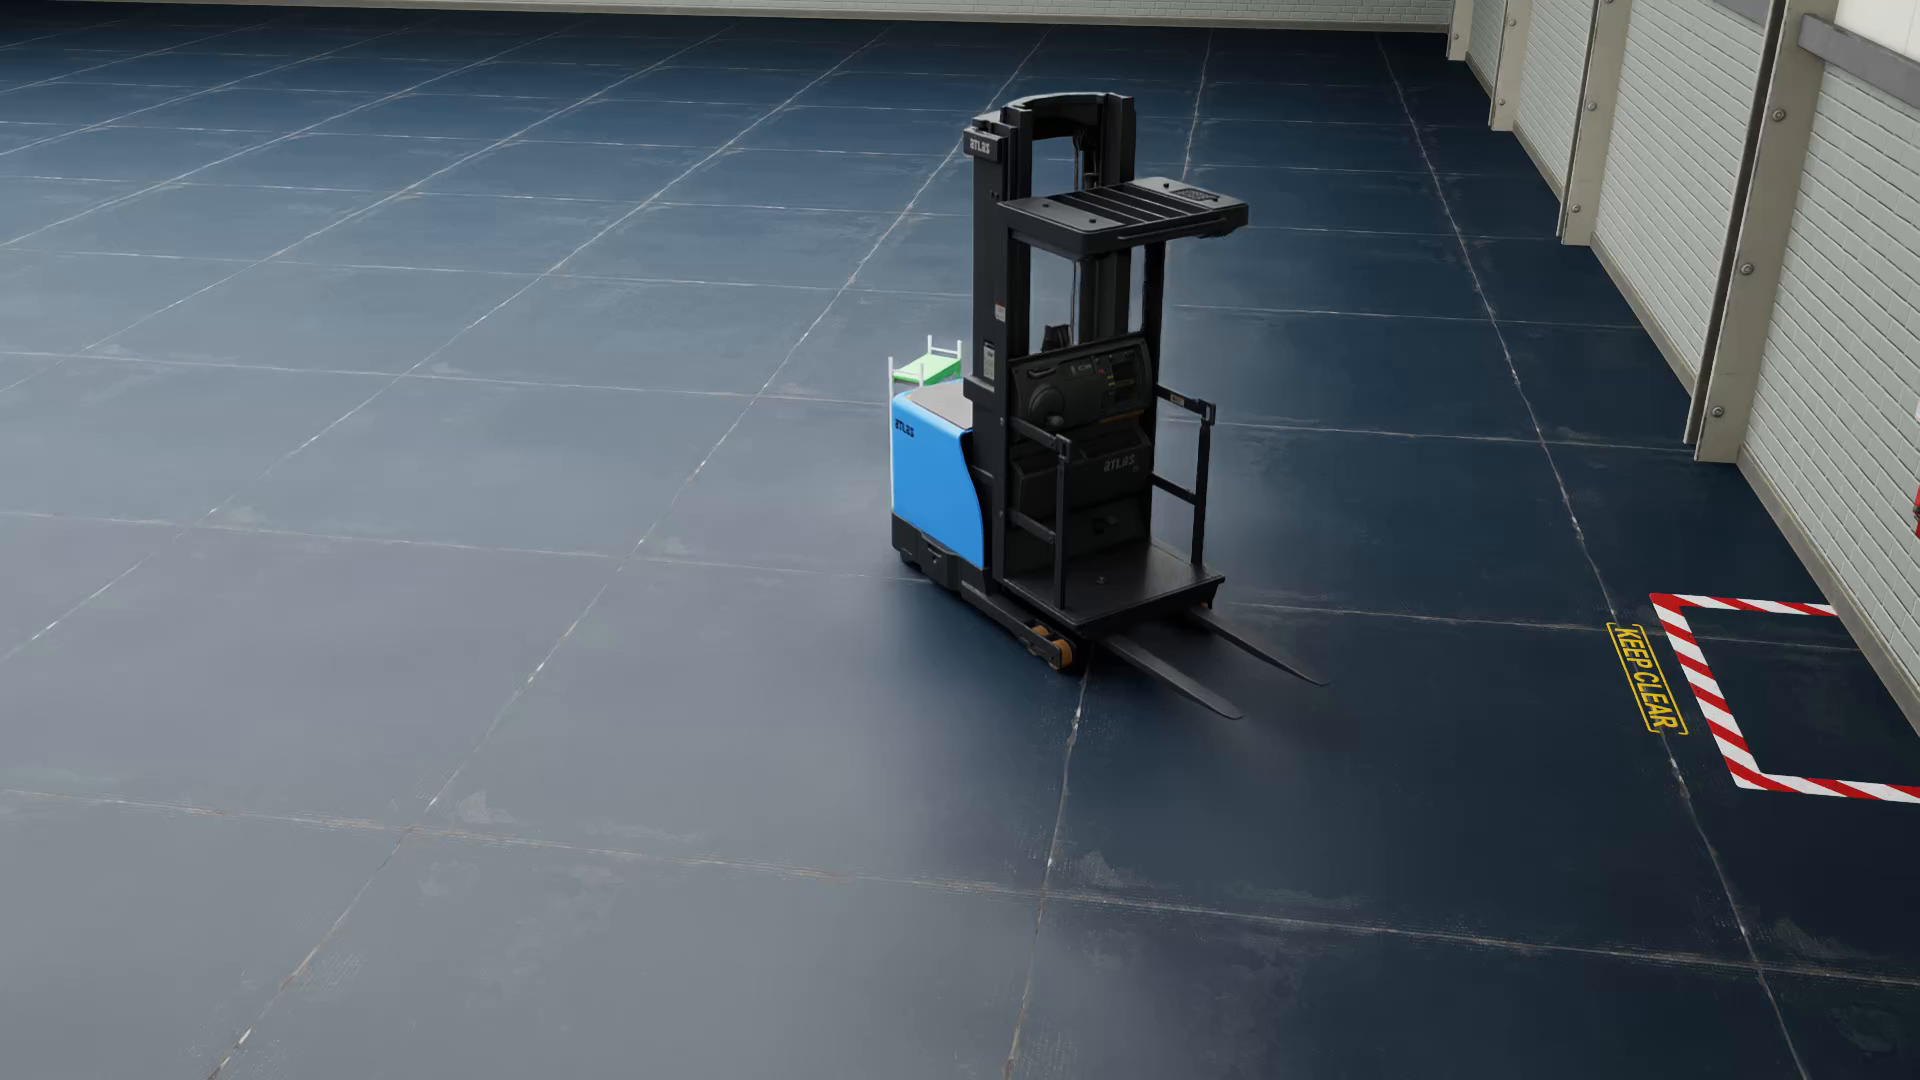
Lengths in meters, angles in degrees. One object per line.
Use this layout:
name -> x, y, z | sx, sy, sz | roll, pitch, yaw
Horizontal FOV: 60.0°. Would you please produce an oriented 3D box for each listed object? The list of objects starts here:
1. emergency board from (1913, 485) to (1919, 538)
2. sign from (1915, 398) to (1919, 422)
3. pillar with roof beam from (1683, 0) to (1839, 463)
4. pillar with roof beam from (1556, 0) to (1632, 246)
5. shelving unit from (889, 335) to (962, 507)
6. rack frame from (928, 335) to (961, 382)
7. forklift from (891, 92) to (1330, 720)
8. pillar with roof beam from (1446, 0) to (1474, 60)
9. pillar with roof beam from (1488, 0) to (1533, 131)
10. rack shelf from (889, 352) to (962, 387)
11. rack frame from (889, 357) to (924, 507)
emergency board -> 4.940, -0.522, 8.327 | 0.194, 1.169, 0.643 | 4, 25, 9
sign -> 5.132, -0.762, 8.798 | 0.001, 0.329, 0.234 | 4, 25, 9
pillar with roof beam -> 1.232, -5.016, 10.851 | 9.100, 9.000, 0.400 | 4, 25, 9
pillar with roof beam -> 2.212, -7.525, 16.212 | 9.100, 9.000, 0.400 | 4, 25, 9
shelving unit -> -0.216, -0.663, 10.751 | 0.258, 1.200, 0.503 | 13, 28, 26
rack frame -> -0.099, -0.754, 10.945 | 0.240, 1.200, 0.015 | 13, 28, 26
forklift -> 0.806, -0.839, 9.086 | 1.130, 2.935, 3.031 | -16, 29, -30
pillar with roof beam -> 4.173, -12.544, 26.934 | 9.100, 9.000, 0.400 | 4, 25, 9
pillar with roof beam -> 3.193, -10.035, 21.573 | 9.100, 9.000, 0.400 | 4, 25, 9
rack shelf -> -0.216, -1.040, 10.575 | 0.258, 0.148, 0.480 | 13, 28, 26
rack frame -> -0.334, -0.572, 10.558 | 0.240, 1.200, 0.015 | 13, 28, 26
